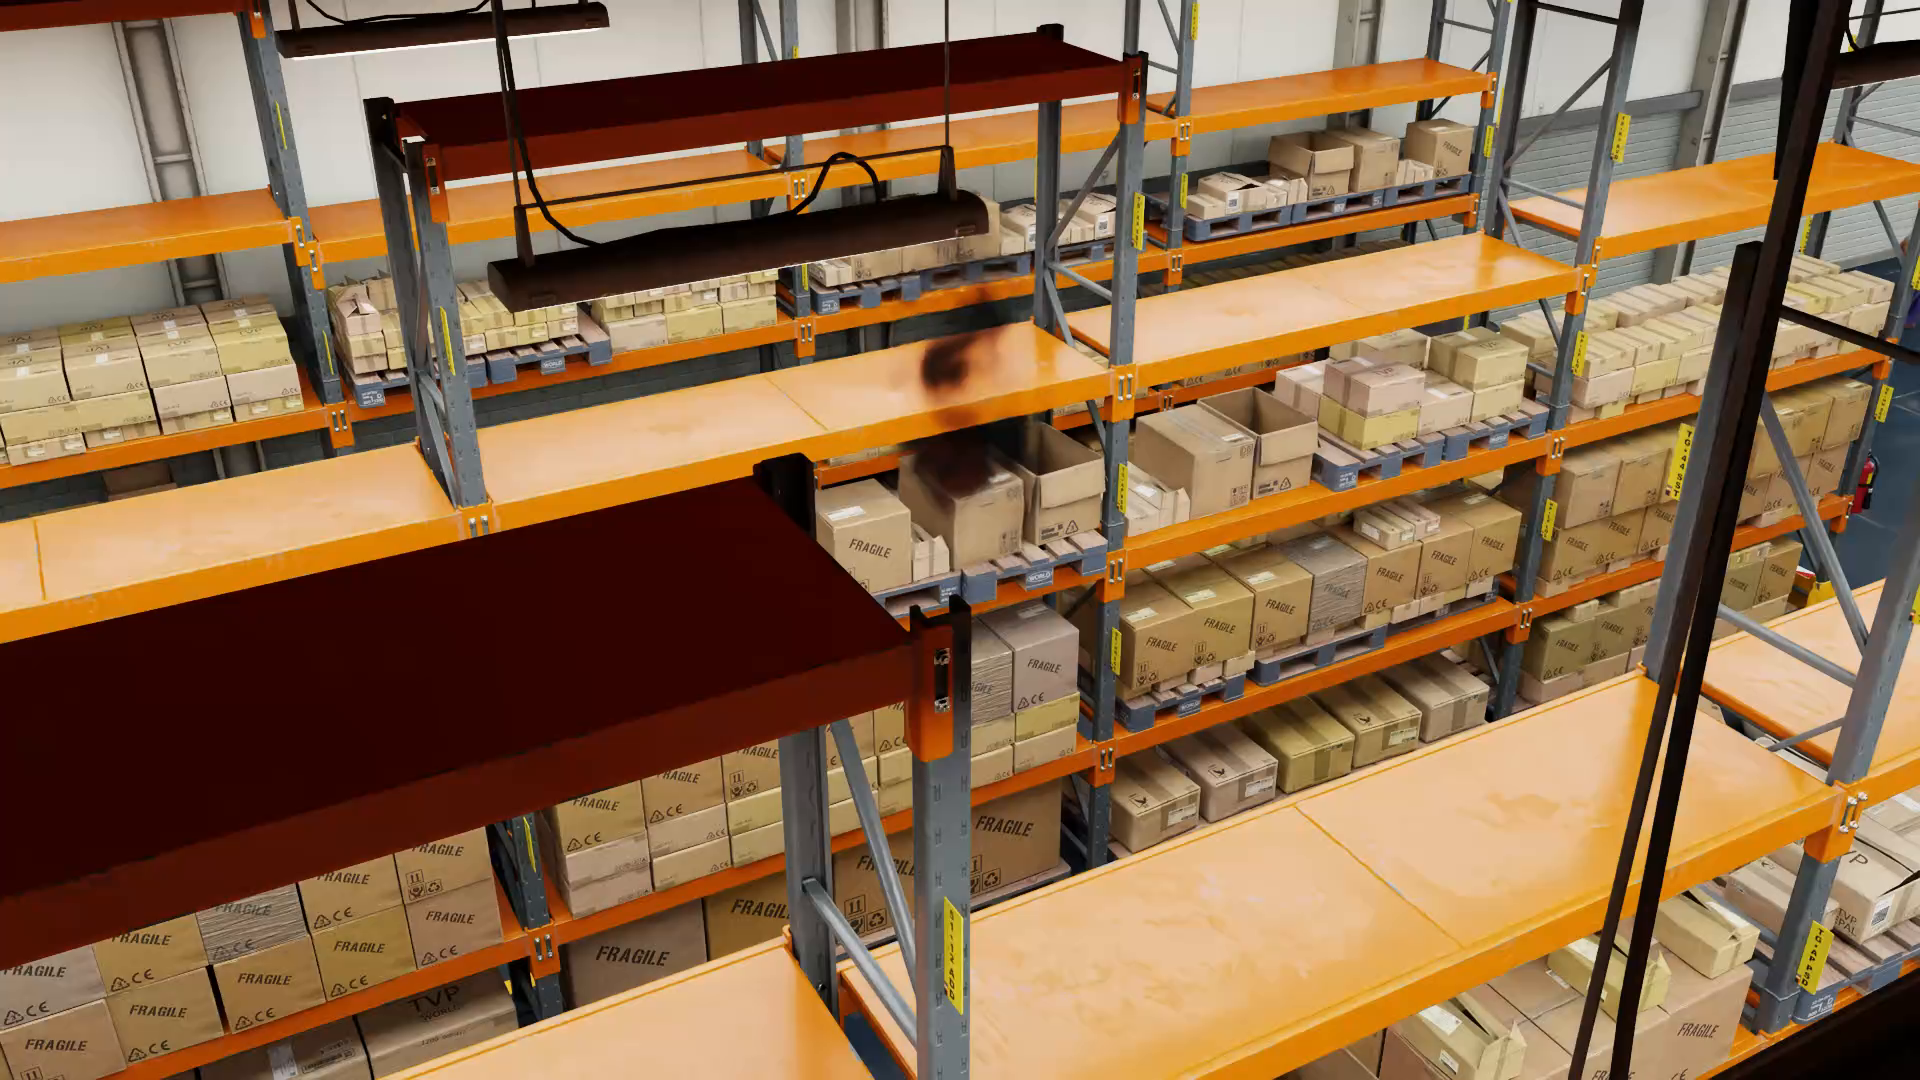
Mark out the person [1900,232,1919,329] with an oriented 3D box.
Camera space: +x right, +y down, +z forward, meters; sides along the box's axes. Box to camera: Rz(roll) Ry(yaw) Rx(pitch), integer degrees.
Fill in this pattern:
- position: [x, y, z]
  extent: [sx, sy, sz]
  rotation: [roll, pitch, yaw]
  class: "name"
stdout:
- position: [12.826, -3.617, 22.093]
  extent: [0.556, 1.609, 0.595]
  rotation: [-20, 34, -32]
  class: "person"
